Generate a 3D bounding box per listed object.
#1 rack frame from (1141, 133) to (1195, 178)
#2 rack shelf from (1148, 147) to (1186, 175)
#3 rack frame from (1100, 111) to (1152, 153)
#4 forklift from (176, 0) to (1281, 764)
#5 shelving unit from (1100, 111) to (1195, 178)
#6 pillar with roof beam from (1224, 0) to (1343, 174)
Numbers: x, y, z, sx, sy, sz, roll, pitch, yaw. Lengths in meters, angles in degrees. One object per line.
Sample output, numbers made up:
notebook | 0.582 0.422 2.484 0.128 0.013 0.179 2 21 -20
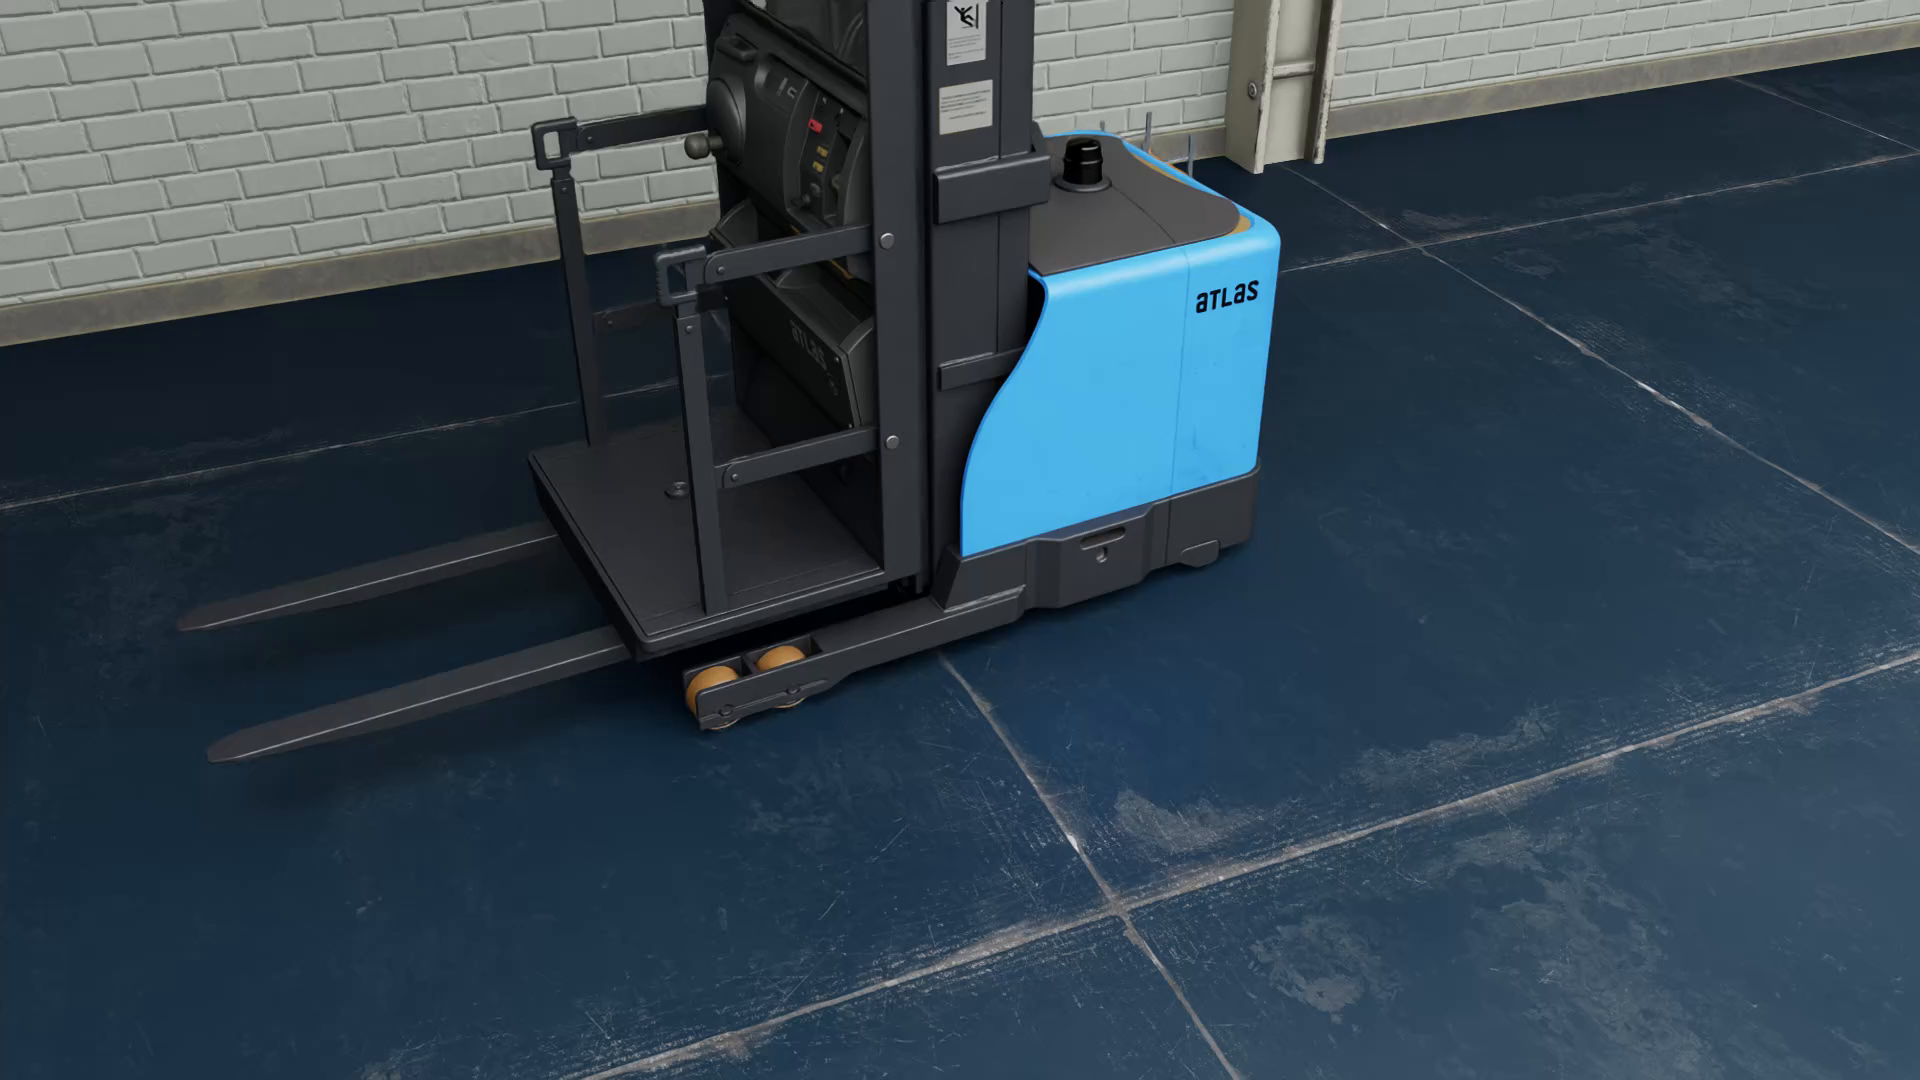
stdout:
rack frame | 0.663 -0.835 5.571 0.200 1.050 0.008 -17 37 -24
rack shelf | 0.605 -1.123 5.512 0.215 0.259 0.240 -17 37 -24
rack frame | 0.546 -0.952 5.751 0.200 1.050 0.008 -17 37 -24
forklift | -0.633 -1.051 4.177 3.031 2.935 1.130 -16 36 -23
shelving unit | 0.605 -0.894 5.661 0.215 1.050 0.252 -17 37 -24
pillar with roof beam | 3.190 -3.473 2.337 0.400 9.000 9.100 -13 35 -19
